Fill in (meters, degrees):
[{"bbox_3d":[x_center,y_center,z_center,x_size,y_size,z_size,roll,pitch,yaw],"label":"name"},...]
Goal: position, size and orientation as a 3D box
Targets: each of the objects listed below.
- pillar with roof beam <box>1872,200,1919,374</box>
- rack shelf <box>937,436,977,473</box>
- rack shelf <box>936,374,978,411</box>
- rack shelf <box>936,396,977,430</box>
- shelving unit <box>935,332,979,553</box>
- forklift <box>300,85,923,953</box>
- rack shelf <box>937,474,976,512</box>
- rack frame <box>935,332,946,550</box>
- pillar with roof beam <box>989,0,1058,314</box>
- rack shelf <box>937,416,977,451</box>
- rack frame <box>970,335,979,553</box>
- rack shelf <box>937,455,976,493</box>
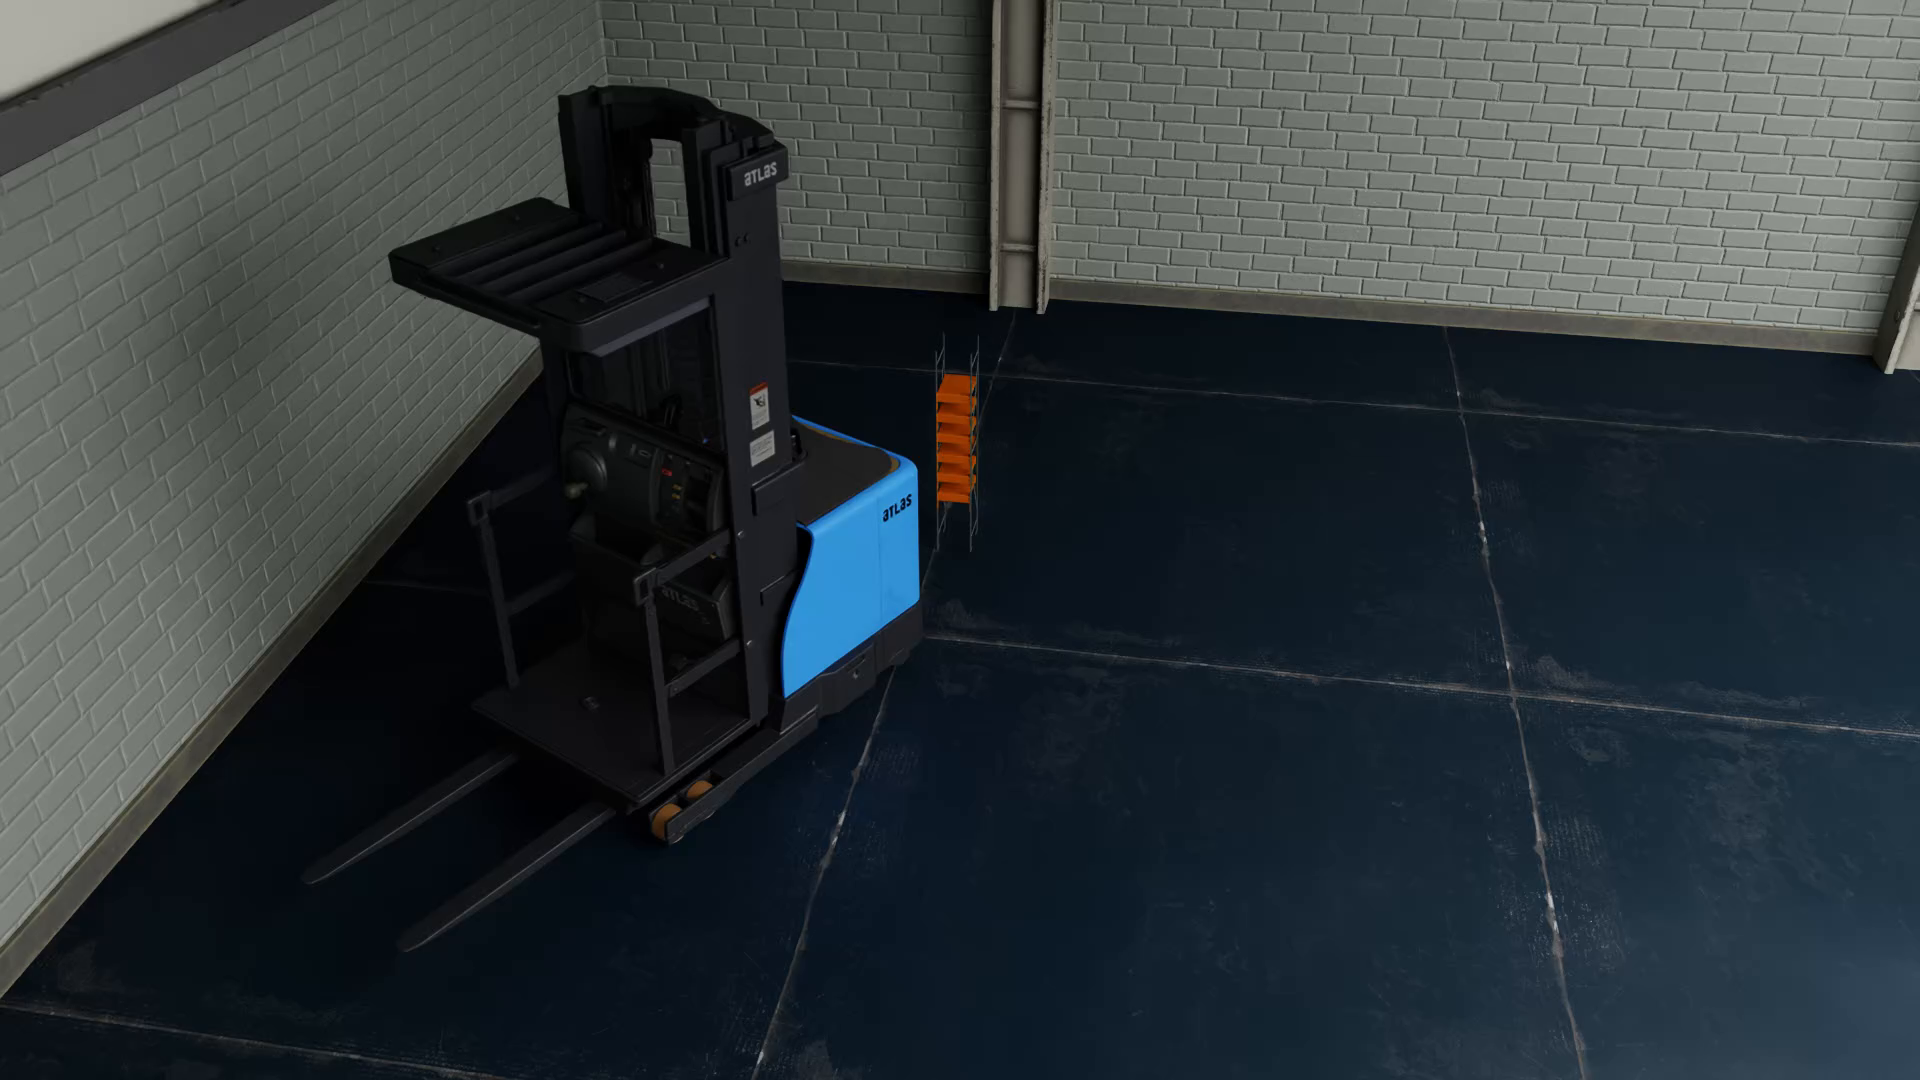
[{"bbox_3d":[5.617,-2.731,5.131,0.400,9.000,9.100,5,32,8],"label":"pillar with roof beam"},{"bbox_3d":[-0.014,-0.472,8.957,0.180,0.103,0.258,5,32,8],"label":"rack shelf"},{"bbox_3d":[-0.014,-0.777,8.766,0.180,0.103,0.258,5,32,8],"label":"rack shelf"},{"bbox_3d":[-0.014,-0.676,8.830,0.180,0.103,0.258,5,32,8],"label":"rack shelf"},{"bbox_3d":[-0.014,-0.510,8.934,0.189,1.200,0.258,5,32,8],"label":"shelving unit"},{"bbox_3d":[-1.471,-0.233,6.859,1.130,2.935,3.031,22,38,31],"label":"forklift"},{"bbox_3d":[-0.014,-0.269,9.085,0.180,0.103,0.258,5,32,8],"label":"rack shelf"},{"bbox_3d":[-0.104,-0.518,8.947,0.006,1.200,0.240,5,32,8],"label":"rack frame"},{"bbox_3d":[-0.298,-3.266,5.987,0.400,9.000,9.100,5,32,8],"label":"pillar with roof beam"},{"bbox_3d":[-0.014,-0.574,8.894,0.180,0.103,0.258,5,32,8],"label":"rack shelf"},{"bbox_3d":[0.076,-0.502,8.921,0.006,1.200,0.240,5,32,8],"label":"rack frame"},{"bbox_3d":[-0.014,-0.371,9.021,0.180,0.103,0.258,5,32,8],"label":"rack shelf"}]
